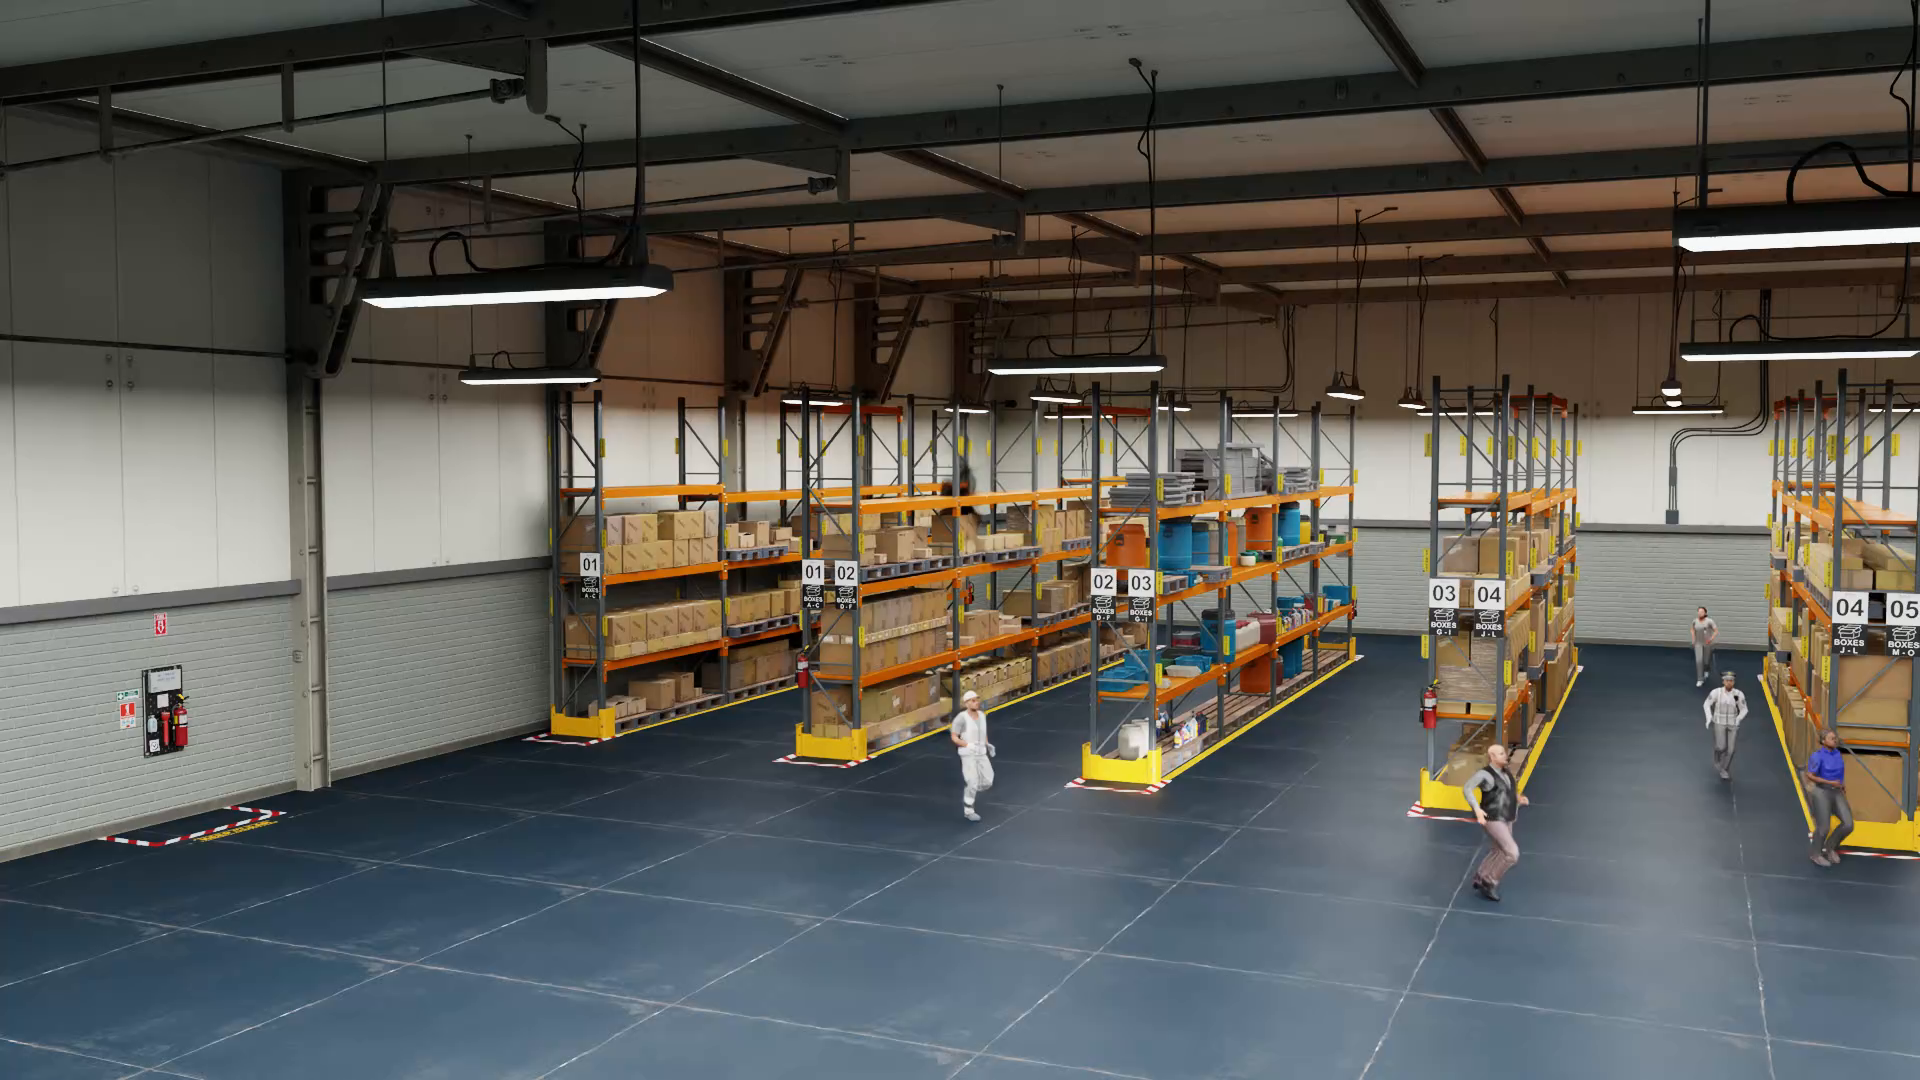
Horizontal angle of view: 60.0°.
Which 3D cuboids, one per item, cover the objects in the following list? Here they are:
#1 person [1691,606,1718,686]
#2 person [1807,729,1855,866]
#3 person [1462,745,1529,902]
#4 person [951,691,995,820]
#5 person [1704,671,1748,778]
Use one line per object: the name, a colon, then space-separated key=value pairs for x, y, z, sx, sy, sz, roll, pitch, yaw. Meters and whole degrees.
person: x=15.773 y=2.233 z=35.235 sx=0.555 sy=1.670 sz=0.797 roll=2 pitch=4 yaw=36
person: x=10.451 y=3.095 z=19.898 sx=0.624 sy=1.647 sz=0.576 roll=-1 pitch=3 yaw=-16
person: x=5.958 y=3.128 z=18.385 sx=0.629 sy=1.720 sz=0.693 roll=-3 pitch=4 yaw=-42
person: x=0.183 y=2.897 z=22.376 sx=0.655 sy=1.742 sz=0.593 roll=-2 pitch=4 yaw=-38
person: x=11.590 y=2.792 z=25.148 sx=0.600 sy=1.643 sz=0.576 roll=1 pitch=3 yaw=17
